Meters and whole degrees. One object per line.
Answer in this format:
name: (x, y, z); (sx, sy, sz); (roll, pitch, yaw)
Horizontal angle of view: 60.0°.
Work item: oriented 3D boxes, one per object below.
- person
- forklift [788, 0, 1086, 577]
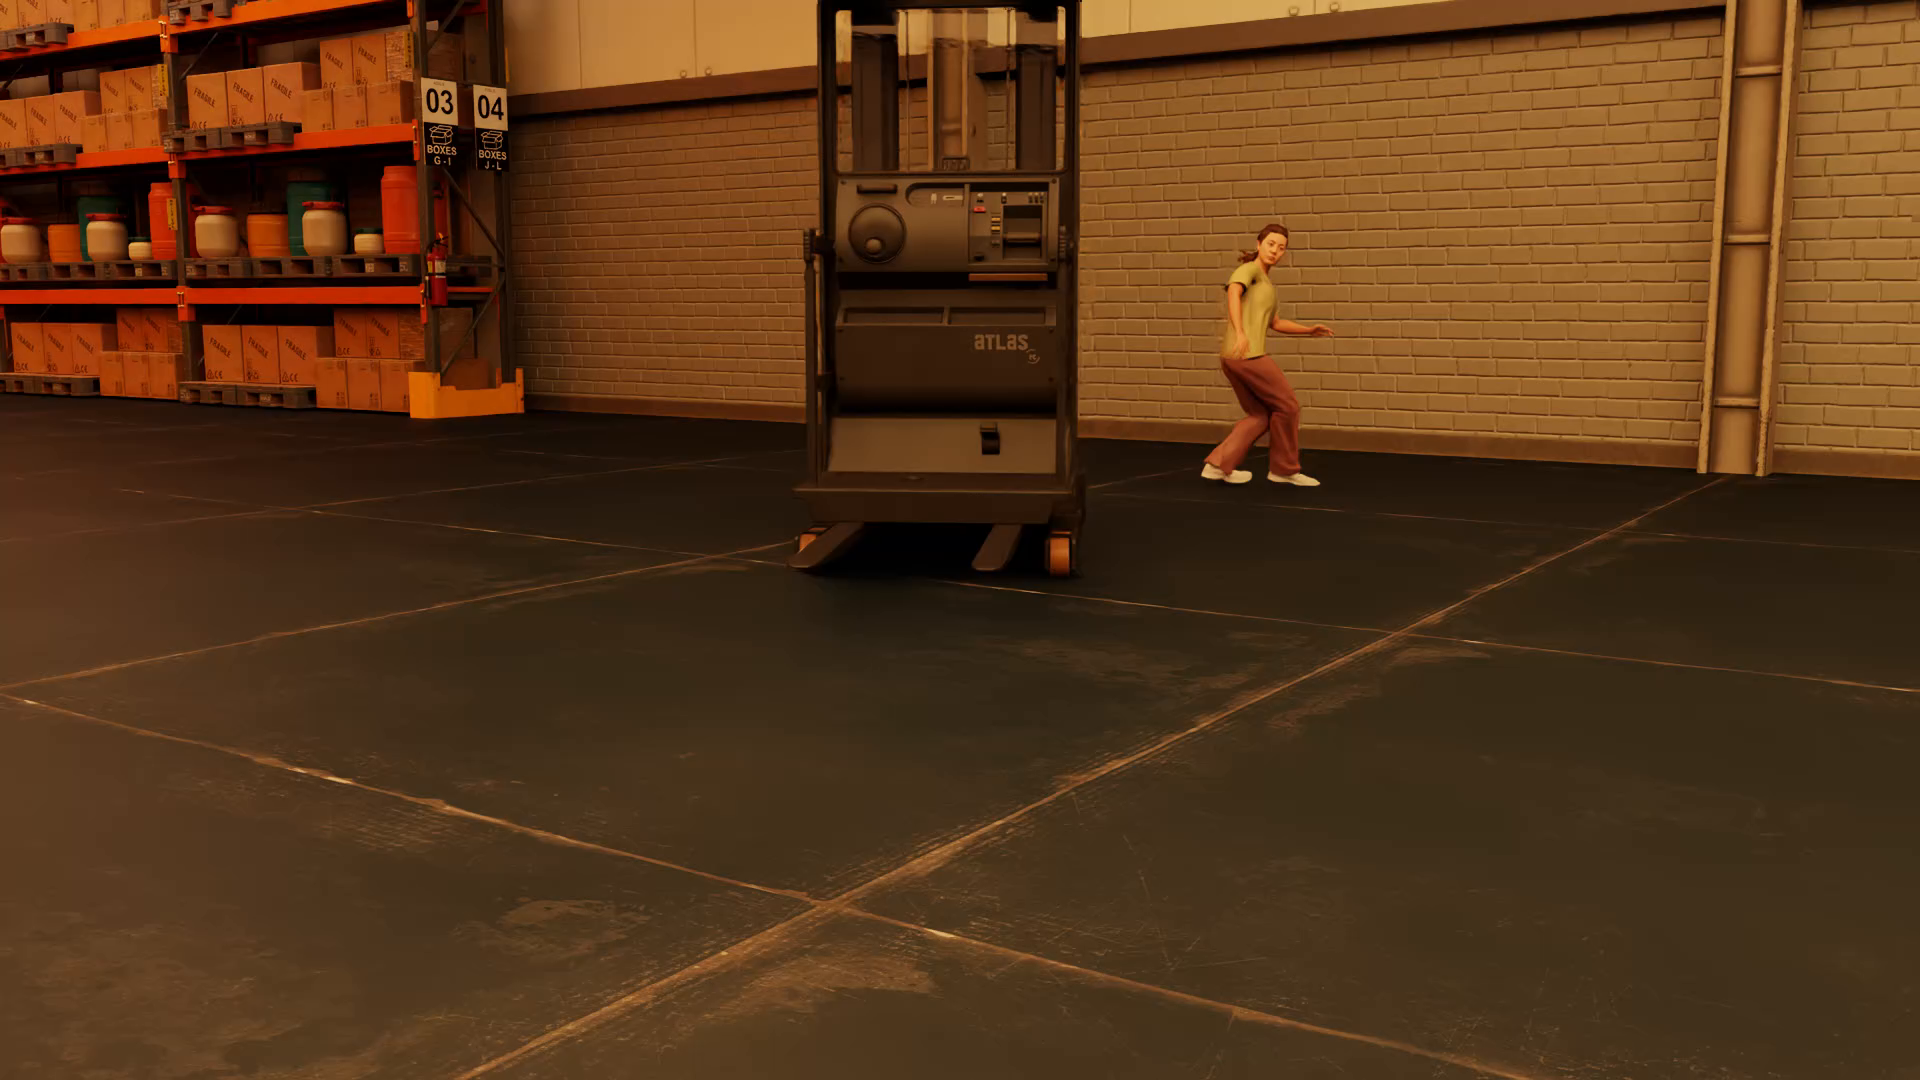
person: (1.802, -1.056, 9.669); (0.769, 1.549, 0.726); (0, 8, -1)
forklift: (-0.070, -1.352, 6.697); (1.130, 2.935, 3.031); (1, 8, 6)
